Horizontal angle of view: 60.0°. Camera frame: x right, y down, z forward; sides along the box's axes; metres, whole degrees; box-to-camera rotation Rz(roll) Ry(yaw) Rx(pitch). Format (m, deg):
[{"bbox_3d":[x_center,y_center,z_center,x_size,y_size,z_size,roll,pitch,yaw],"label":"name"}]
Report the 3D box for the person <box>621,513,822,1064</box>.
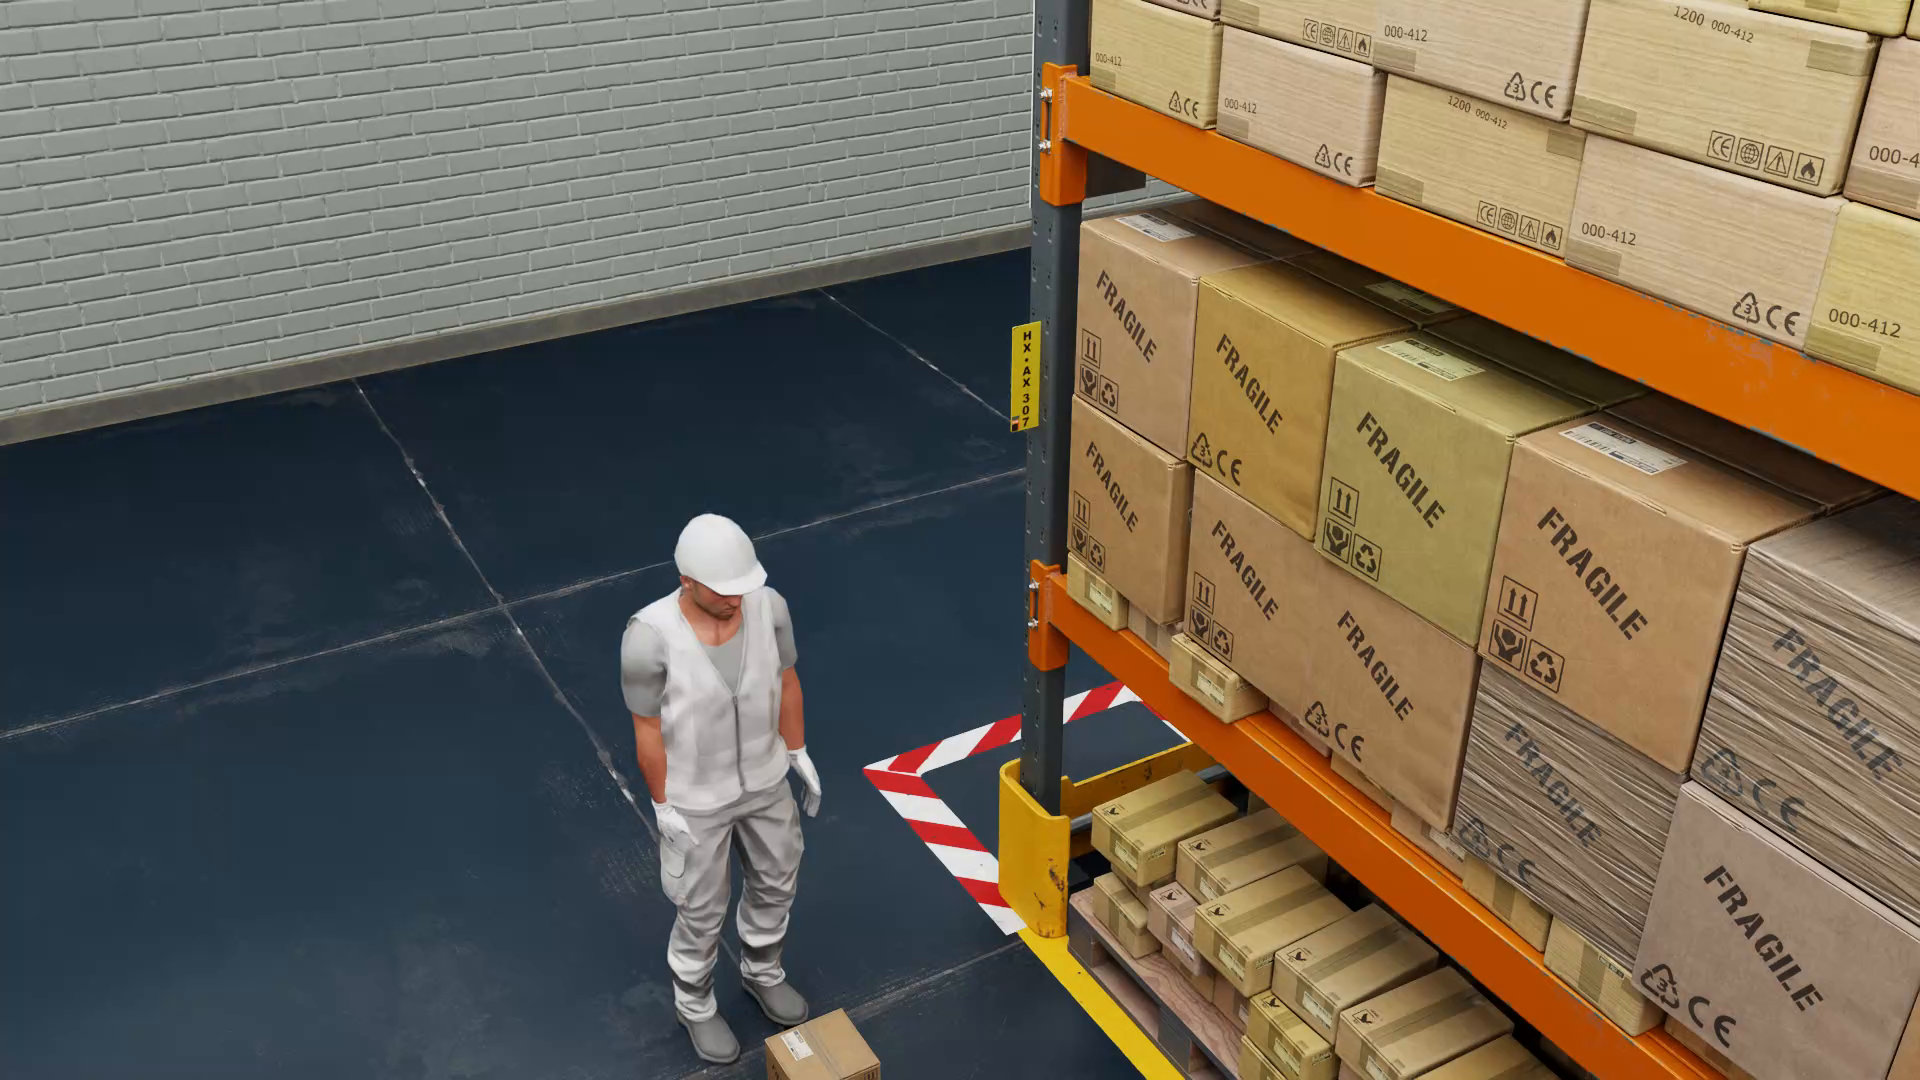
[{"bbox_3d":[-0.668,0.714,4.814,0.528,1.778,0.364,-19,34,-31],"label":"person"}]
